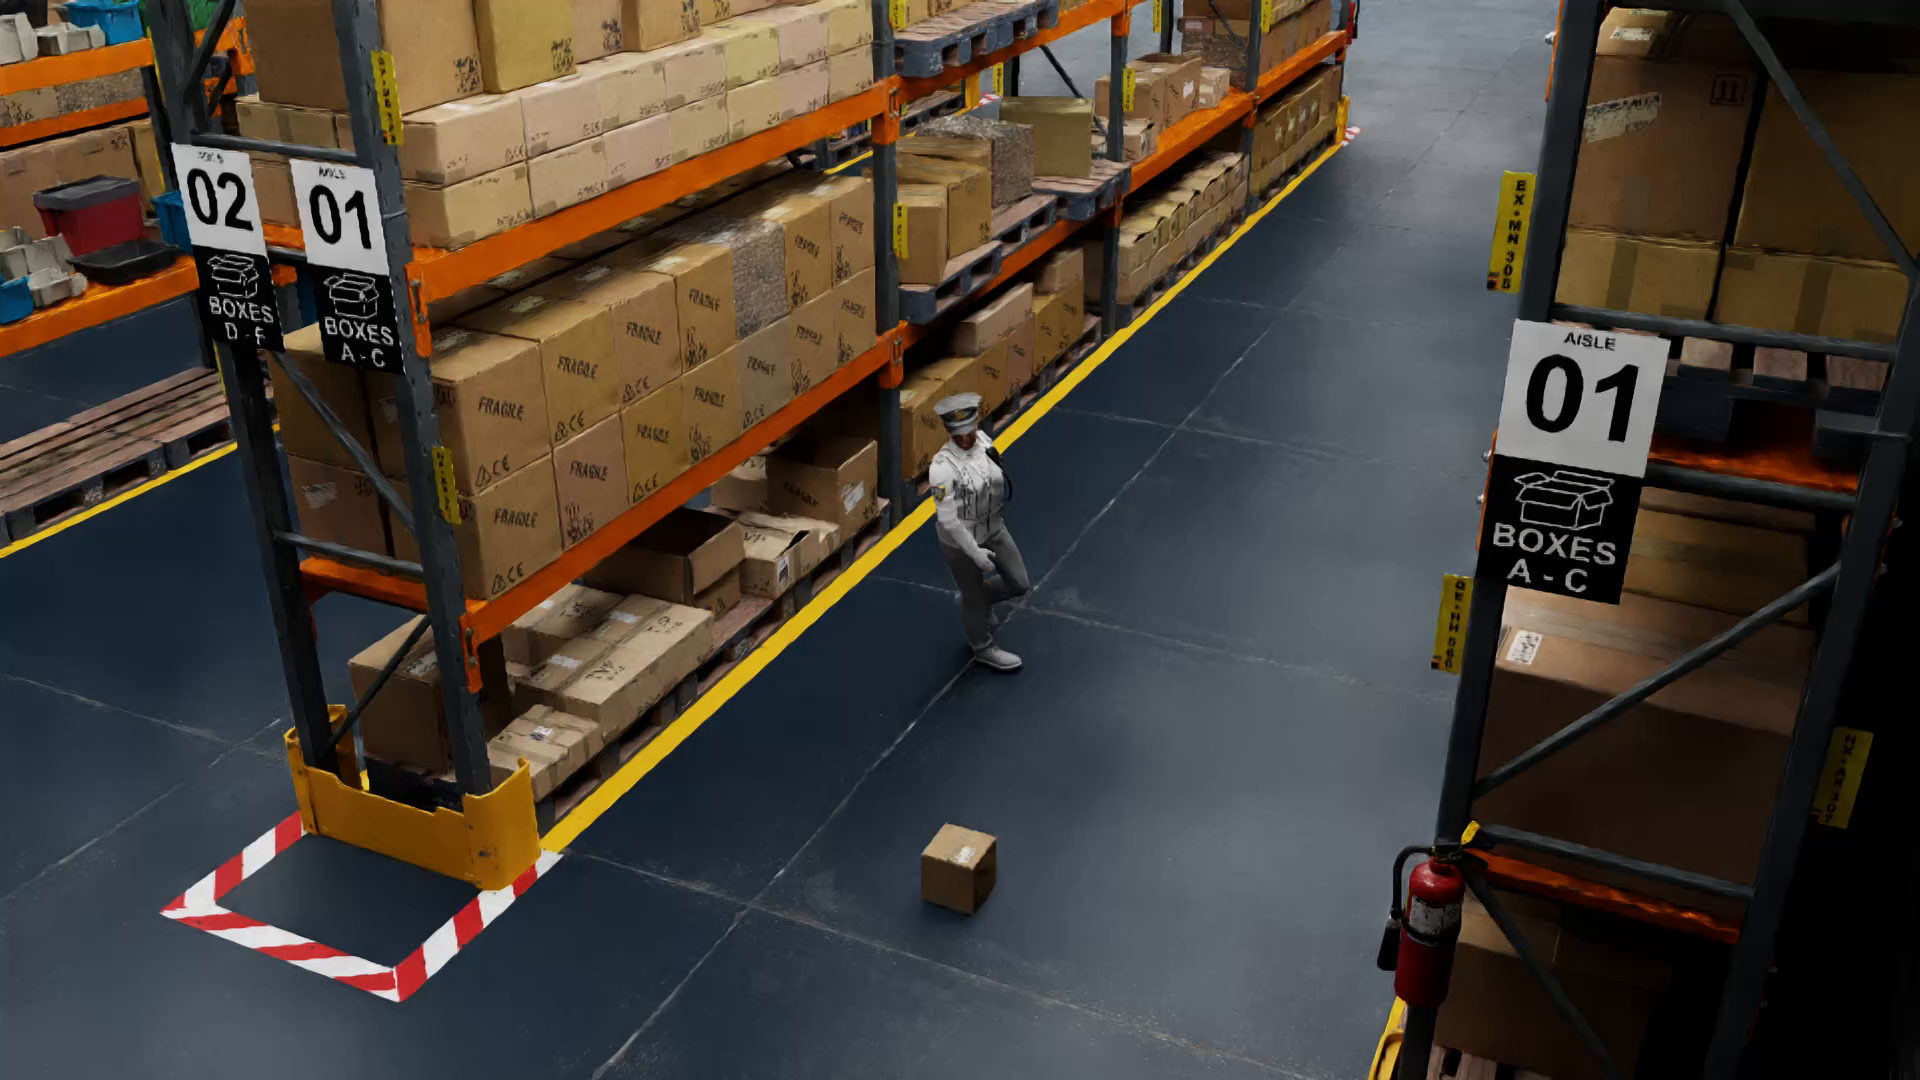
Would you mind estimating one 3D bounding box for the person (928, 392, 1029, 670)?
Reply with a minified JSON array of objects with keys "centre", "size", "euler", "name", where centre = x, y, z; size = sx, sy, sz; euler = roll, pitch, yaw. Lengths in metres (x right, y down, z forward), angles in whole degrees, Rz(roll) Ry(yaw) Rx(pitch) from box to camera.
[{"centre":[0.086,-0.042,8.692],"size":[0.472,1.634,0.667],"euler":[21,33,36],"name":"person"}]
